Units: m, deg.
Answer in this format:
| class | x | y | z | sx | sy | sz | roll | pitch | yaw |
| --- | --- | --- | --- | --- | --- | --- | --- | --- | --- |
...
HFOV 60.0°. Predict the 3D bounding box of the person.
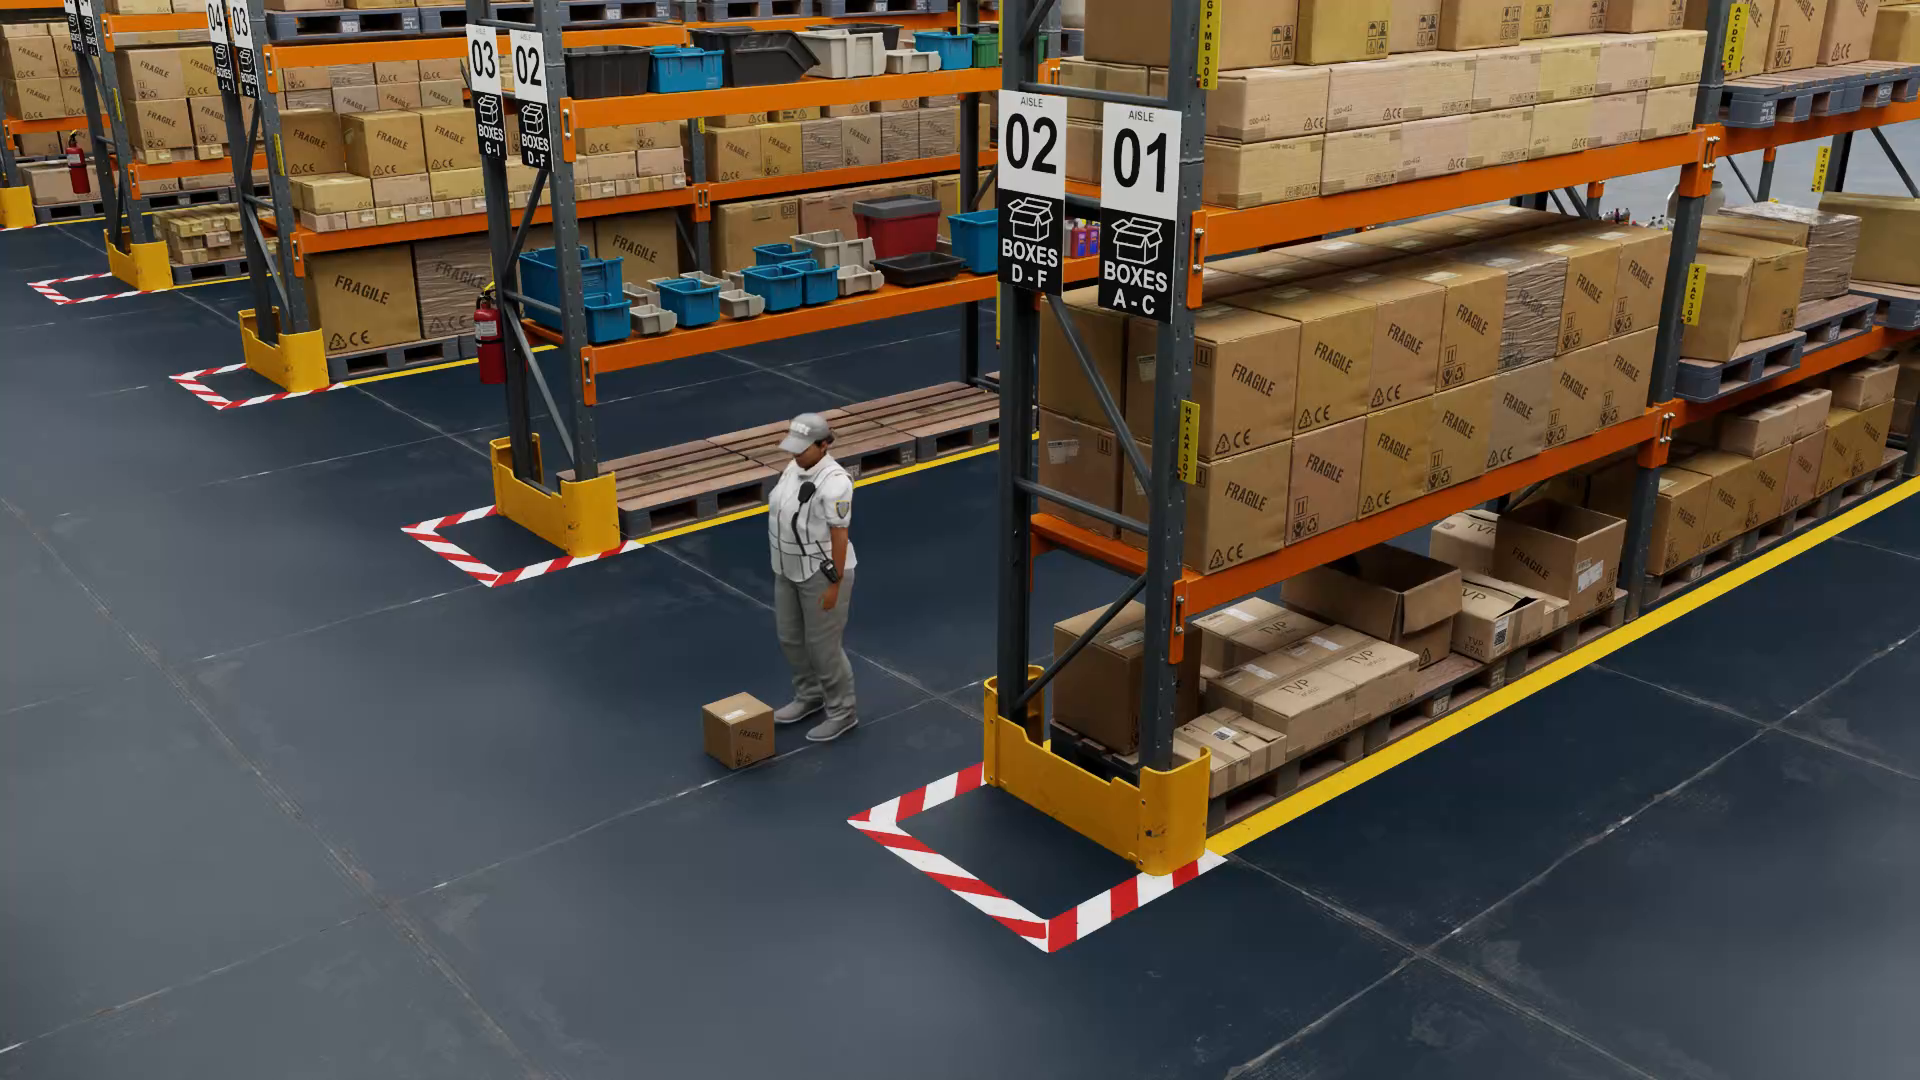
| class | x | y | z | sx | sy | sz | roll | pitch | yaw |
| --- | --- | --- | --- | --- | --- | --- | --- | --- | --- |
| person | -0.719 | 0.173 | 8.147 | 0.390 | 1.659 | 0.469 | -16 | 27 | -36 |
